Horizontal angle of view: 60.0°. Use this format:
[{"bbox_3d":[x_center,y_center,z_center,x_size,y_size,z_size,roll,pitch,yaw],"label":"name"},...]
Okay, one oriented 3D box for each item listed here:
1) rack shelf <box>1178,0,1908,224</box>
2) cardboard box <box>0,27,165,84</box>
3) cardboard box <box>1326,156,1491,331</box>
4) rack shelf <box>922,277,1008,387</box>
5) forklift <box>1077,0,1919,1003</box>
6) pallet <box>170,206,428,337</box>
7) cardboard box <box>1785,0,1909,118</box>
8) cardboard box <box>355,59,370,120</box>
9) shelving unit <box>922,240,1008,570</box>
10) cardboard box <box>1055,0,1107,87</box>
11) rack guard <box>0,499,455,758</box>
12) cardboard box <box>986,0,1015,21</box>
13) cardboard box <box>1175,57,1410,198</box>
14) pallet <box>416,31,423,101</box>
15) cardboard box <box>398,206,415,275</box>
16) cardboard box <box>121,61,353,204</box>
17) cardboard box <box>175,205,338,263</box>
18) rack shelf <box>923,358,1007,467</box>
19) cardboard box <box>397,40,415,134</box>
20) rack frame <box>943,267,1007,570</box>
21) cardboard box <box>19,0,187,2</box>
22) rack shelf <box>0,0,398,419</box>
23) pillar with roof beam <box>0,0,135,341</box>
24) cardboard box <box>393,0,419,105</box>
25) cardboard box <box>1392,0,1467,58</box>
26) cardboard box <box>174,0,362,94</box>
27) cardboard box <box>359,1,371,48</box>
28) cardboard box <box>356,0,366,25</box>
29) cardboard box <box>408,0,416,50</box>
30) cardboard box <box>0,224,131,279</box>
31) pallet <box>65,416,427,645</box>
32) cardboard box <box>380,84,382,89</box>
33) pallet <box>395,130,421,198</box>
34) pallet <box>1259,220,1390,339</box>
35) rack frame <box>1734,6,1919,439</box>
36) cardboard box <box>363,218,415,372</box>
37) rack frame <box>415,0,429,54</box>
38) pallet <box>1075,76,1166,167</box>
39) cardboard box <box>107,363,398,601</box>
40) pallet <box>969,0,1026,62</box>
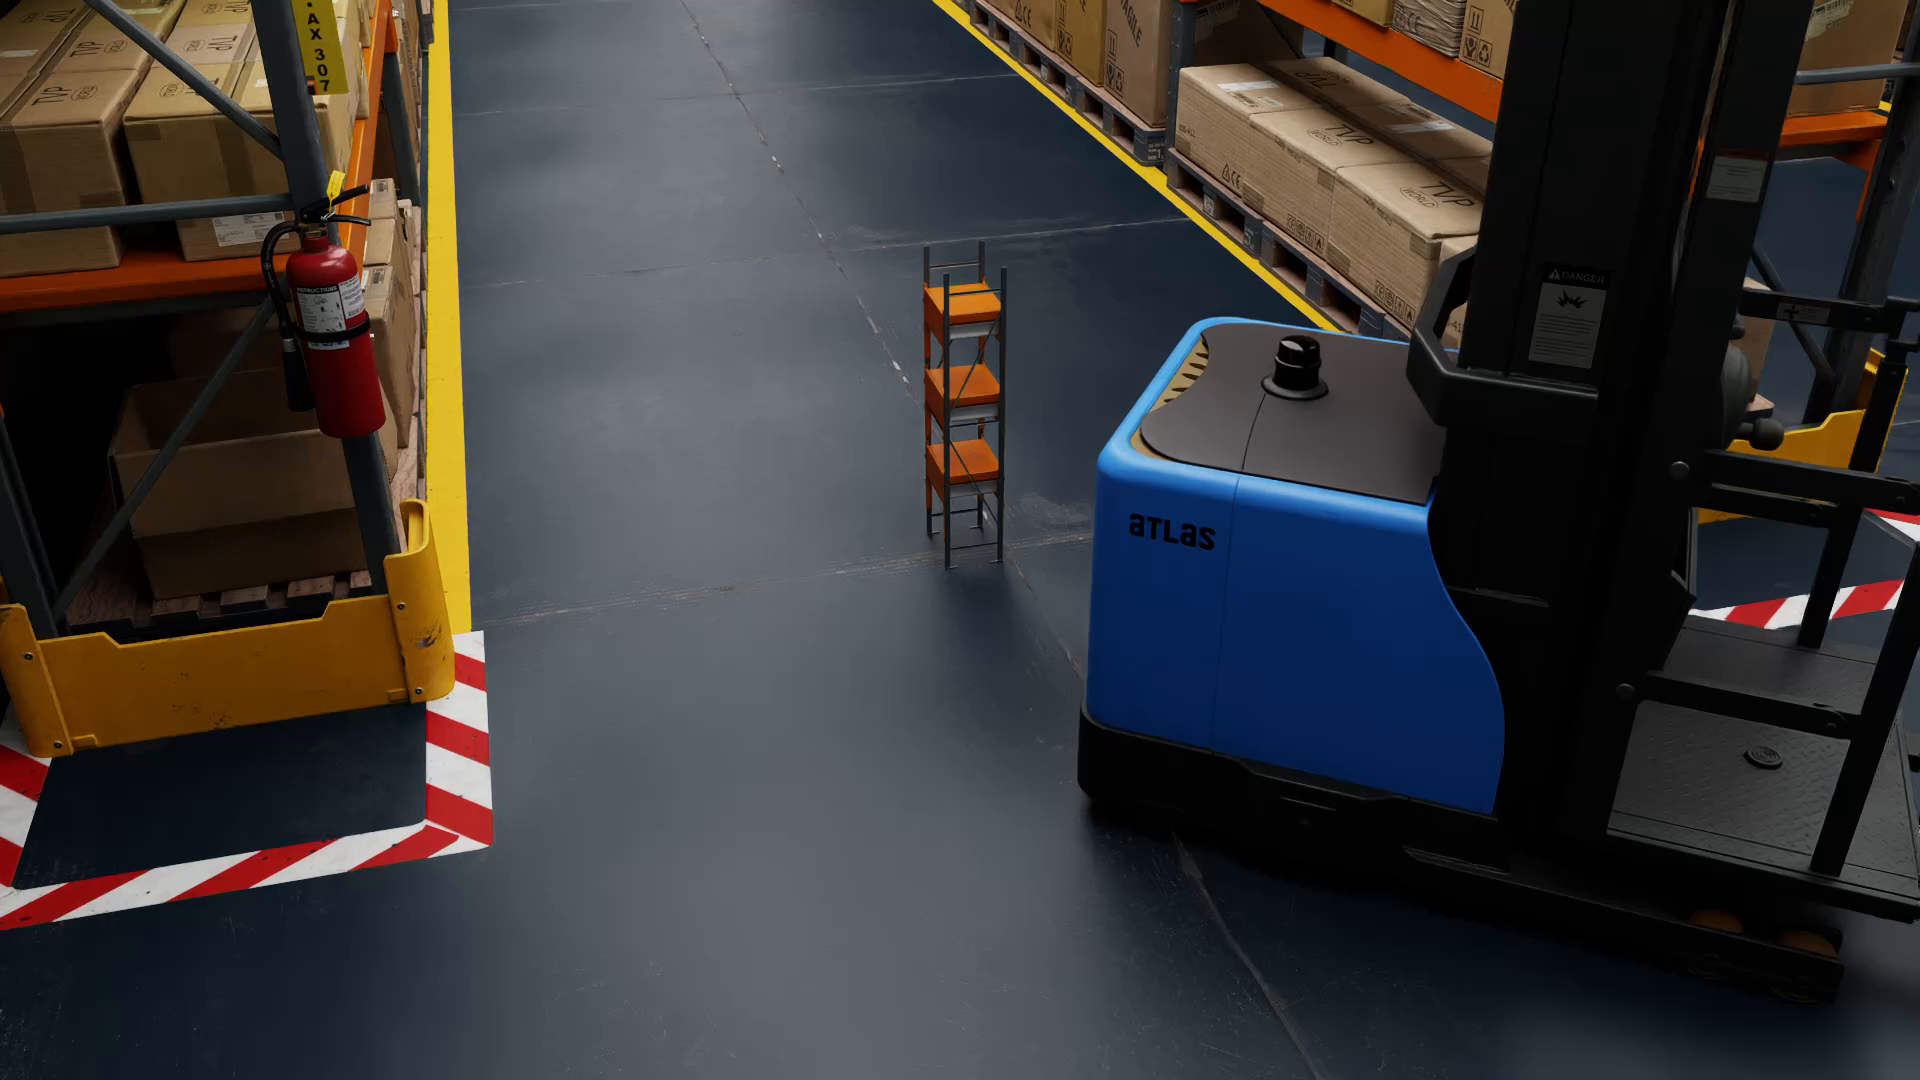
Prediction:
[{"bbox_3d":[2.163,-2.116,7.129,1.077,0.370,4.000,-8,31,-13],"label":"rack shelf"},{"bbox_3d":[-2.605,-1.299,4.853,0.500,0.250,0.500,-8,31,-13],"label":"cardboard box"},{"bbox_3d":[2.171,-1.280,7.106,0.875,0.438,0.875,-7,31,-12],"label":"cardboard box"},{"bbox_3d":[0.014,-0.665,5.306,0.215,0.259,0.240,-8,31,-13],"label":"rack shelf"},{"bbox_3d":[1.886,-0.492,3.674,3.031,2.935,1.130,11,32,19],"label":"forklift"},{"bbox_3d":[-2.971,-1.193,7.600,1.003,0.211,1.213,-8,31,-13],"label":"pallet"},{"bbox_3d":[2.843,-1.774,5.722,0.500,0.500,0.500,-8,31,-14],"label":"cardboard box"},{"bbox_3d":[-2.208,-1.515,5.623,0.380,0.149,0.250,-9,31,-15],"label":"cardboard box"},{"bbox_3d":[0.014,-0.429,5.442,0.215,1.050,0.252,-8,31,-13],"label":"shelving unit"},{"bbox_3d":[1.143,-3.379,10.296,0.875,0.875,0.875,-7,31,-12],"label":"cardboard box"},{"bbox_3d":[-2.111,0.246,4.826,1.175,0.500,0.348,-8,31,-13],"label":"rack guard"},{"bbox_3d":[0.673,-4.243,11.787,0.875,0.875,0.875,-8,31,-14],"label":"cardboard box"},{"bbox_3d":[1.695,-2.148,8.606,0.875,0.438,0.875,-8,31,-14],"label":"cardboard box"},{"bbox_3d":[-4.053,-3.091,10.879,1.003,0.211,1.213,-8,31,-13],"label":"pallet"},{"bbox_3d":[-2.627,-1.327,7.359,0.396,0.266,0.258,-7,31,-11],"label":"cardboard box"},{"bbox_3d":[-1.952,-1.118,4.540,0.500,0.250,0.500,-8,31,-13],"label":"cardboard box"},{"bbox_3d":[-1.914,-0.886,4.537,0.380,0.149,0.250,-8,31,-14],"label":"cardboard box"},{"bbox_3d":[0.014,-0.419,5.448,0.215,0.259,0.240,-8,31,-13],"label":"rack shelf"},{"bbox_3d":[-3.215,-2.351,8.893,0.500,0.500,0.500,-8,31,-14],"label":"cardboard box"},{"bbox_3d":[0.047,-0.370,5.341,0.200,1.050,0.008,-8,31,-13],"label":"rack frame"},{"bbox_3d":[-2.870,-1.792,5.704,0.500,0.250,0.500,-8,31,-13],"label":"cardboard box"},{"bbox_3d":[-2.622,-1.454,5.986,1.077,0.370,4.000,-8,31,-13],"label":"rack shelf"},{"bbox_3d":[0.314,-5.444,6.173,9.100,9.000,0.400,-8,31,-13],"label":"pillar with roof beam"},{"bbox_3d":[-3.475,-2.844,9.745,0.500,0.500,0.500,-9,31,-15],"label":"cardboard box"},{"bbox_3d":[2.046,-2.194,6.446,0.500,0.500,0.500,-7,31,-12],"label":"cardboard box"},{"bbox_3d":[-2.223,-1.606,5.383,0.500,0.250,0.500,-8,31,-14],"label":"cardboard box"},{"bbox_3d":[-2.504,-2.007,6.474,0.380,0.149,0.250,-8,31,-14],"label":"cardboard box"},{"bbox_3d":[-2.515,-2.099,6.235,0.500,0.250,0.500,-8,31,-14],"label":"cardboard box"},{"bbox_3d":[-3.772,-3.344,10.610,0.500,0.500,0.500,-8,31,-14],"label":"cardboard box"},{"bbox_3d":[-2.438,-0.815,4.415,0.380,0.149,0.250,-8,31,-14],"label":"cardboard box"},{"bbox_3d":[-2.324,-0.014,5.564,1.003,0.211,1.213,-8,31,-13],"label":"pallet"},{"bbox_3d":[-2.991,-2.321,8.193,0.380,0.149,0.250,-6,31,-11],"label":"cardboard box"},{"bbox_3d":[-3.405,-1.912,8.843,1.003,0.211,1.213,-8,31,-13],"label":"pallet"},{"bbox_3d":[2.086,-1.218,7.644,1.003,0.211,1.213,-8,31,-13],"label":"pallet"},{"bbox_3d":[2.694,-1.461,5.280,1.000,3.000,0.127,-8,31,-13],"label":"rack frame"},{"bbox_3d":[-2.395,-0.894,6.376,0.500,0.500,0.500,-7,31,-12],"label":"cardboard box"},{"bbox_3d":[-4.214,-4.663,10.812,1.000,3.000,0.127,-8,31,-13],"label":"rack frame"},{"bbox_3d":[1.354,-2.549,9.943,1.003,0.211,1.213,-8,31,-13],"label":"pallet"},{"bbox_3d":[-2.162,-0.209,5.189,0.797,0.503,0.637,-9,31,-15],"label":"cardboard box"},{"bbox_3d":[0.707,-3.727,11.979,1.003,0.211,1.213,-8,31,-13],"label":"pallet"}]
